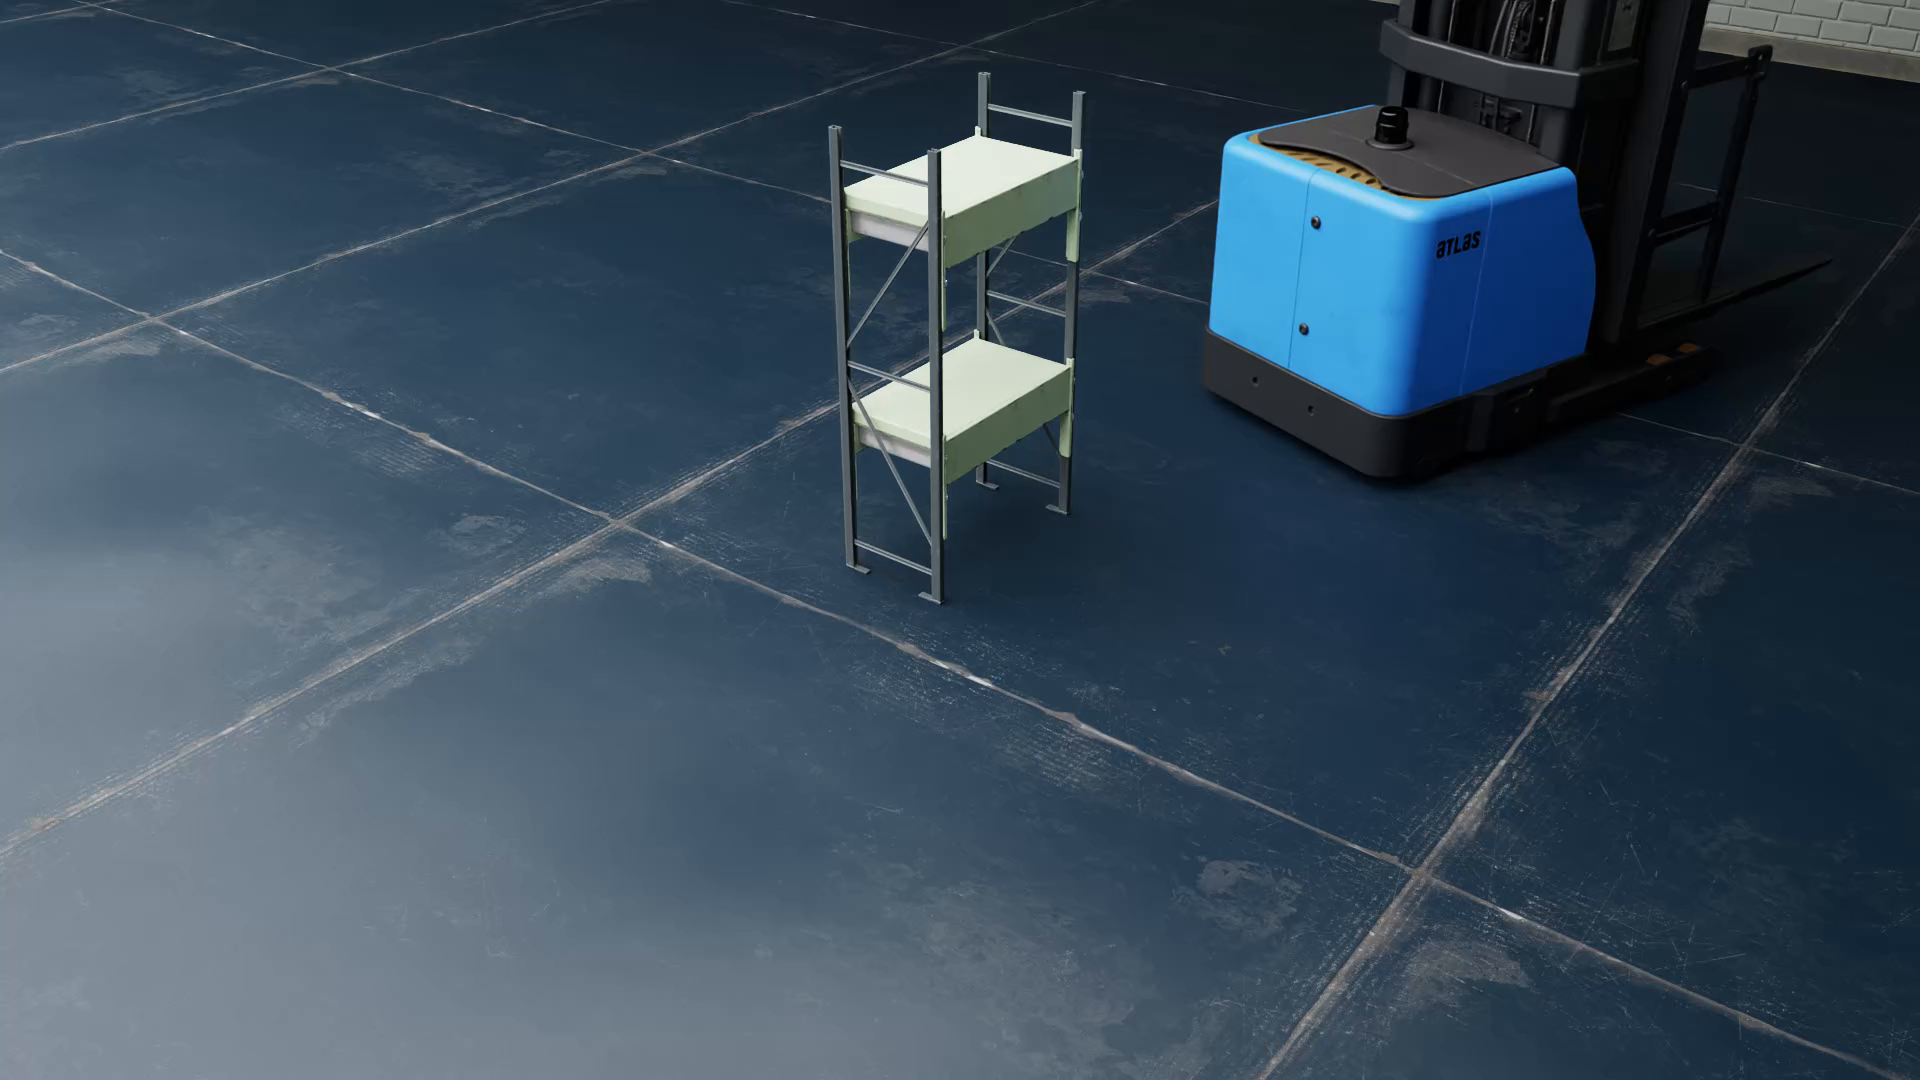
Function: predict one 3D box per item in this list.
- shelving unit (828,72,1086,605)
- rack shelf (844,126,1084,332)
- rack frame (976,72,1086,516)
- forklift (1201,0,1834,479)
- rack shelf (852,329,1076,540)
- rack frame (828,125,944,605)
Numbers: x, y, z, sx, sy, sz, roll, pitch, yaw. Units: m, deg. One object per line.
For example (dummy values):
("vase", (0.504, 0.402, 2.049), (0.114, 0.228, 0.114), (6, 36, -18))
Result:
("shelving unit", (0.004, -0.648, 5.372), (0.431, 1.500, 0.755), (21, 37, 31))
("rack shelf", (0.004, -0.984, 5.173), (0.431, 0.370, 0.720), (21, 37, 31))
("rack frame", (0.225, -0.797, 5.623), (0.400, 1.500, 0.023), (21, 37, 31))
("forklift", (2.477, -2.052, 6.337), (3.031, 2.935, 1.130), (-19, 35, -28))
("rack shelf", (0.004, -0.367, 5.538), (0.431, 0.370, 0.720), (21, 37, 31))
("rack frame", (-0.217, -0.499, 5.121), (0.400, 1.500, 0.023), (21, 37, 31))
